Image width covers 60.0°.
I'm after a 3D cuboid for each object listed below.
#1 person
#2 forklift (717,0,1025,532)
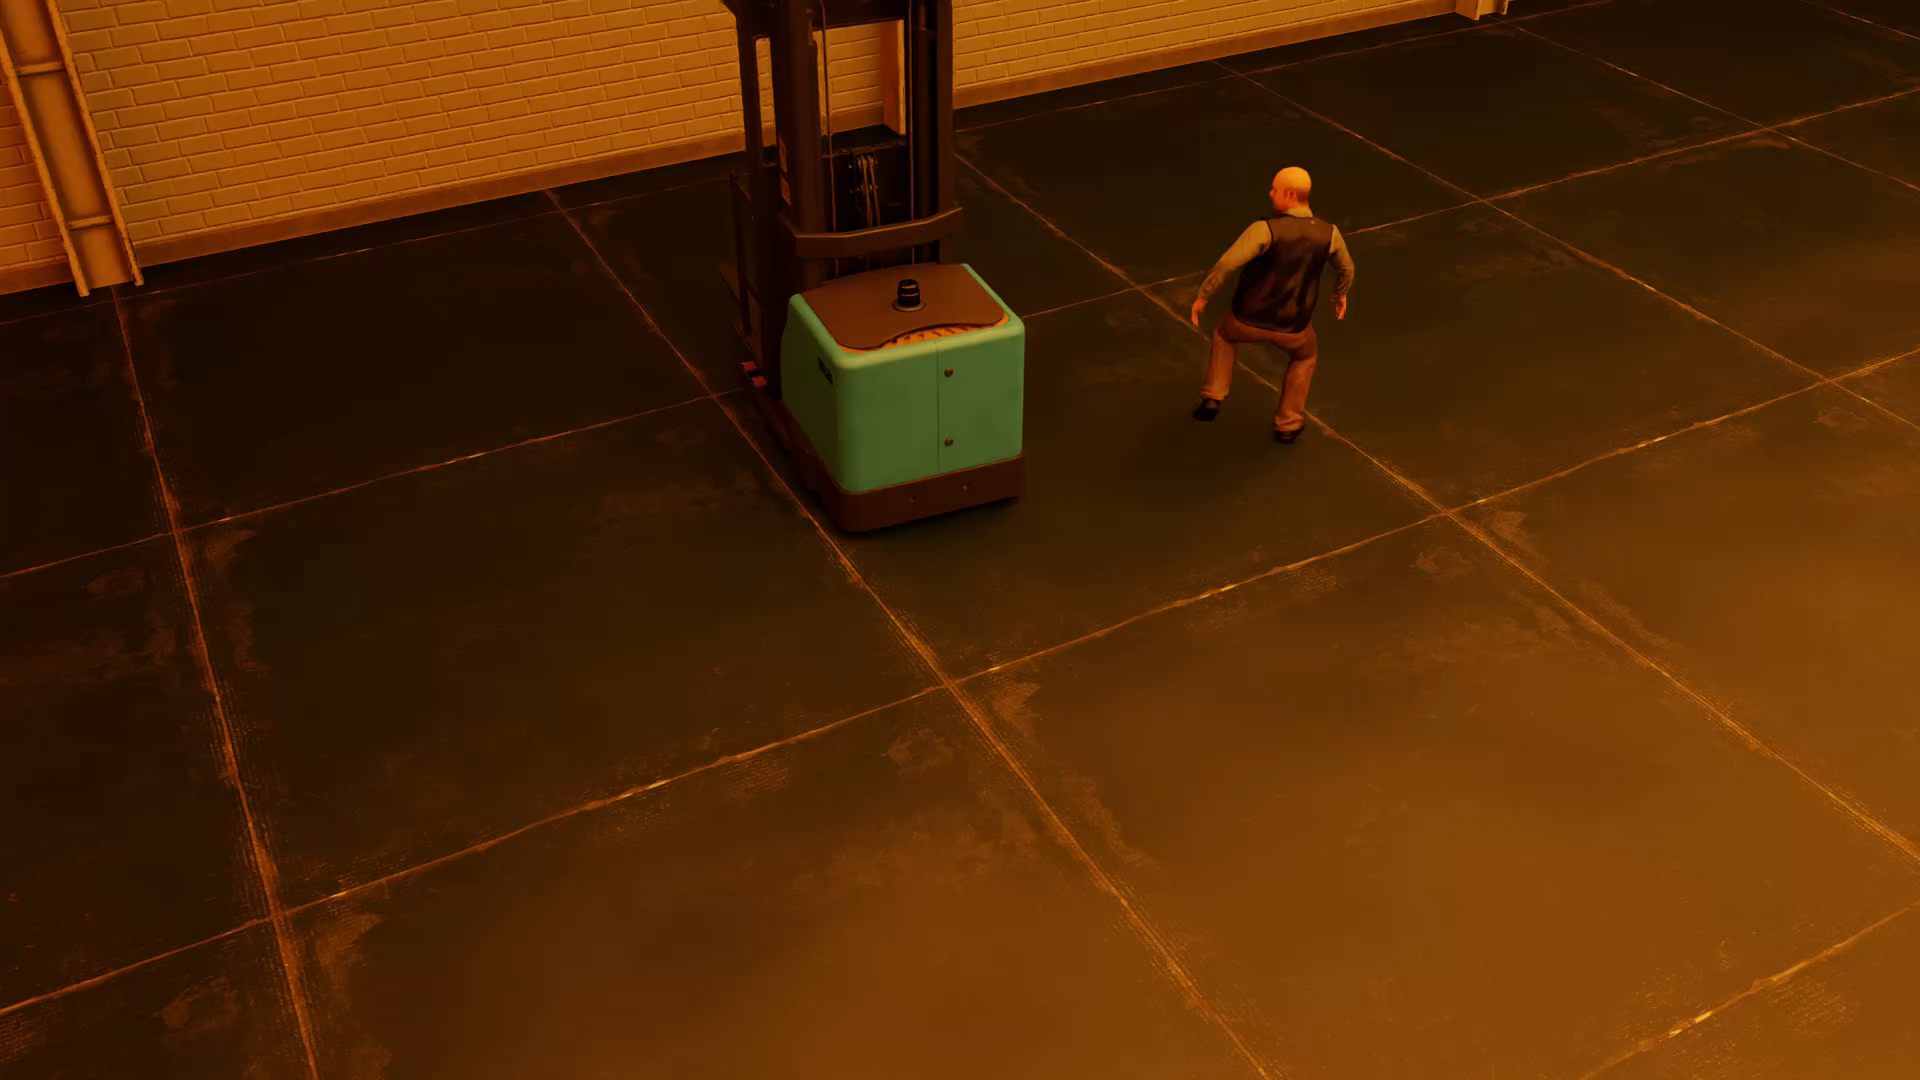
[{"bbox_3d":[1.696,-1.269,9.091,0.853,1.614,0.551,5,36,7],"label":"person"},{"bbox_3d":[-0.689,-2.081,9.067,1.130,2.935,3.031,-14,37,-18],"label":"forklift"}]
